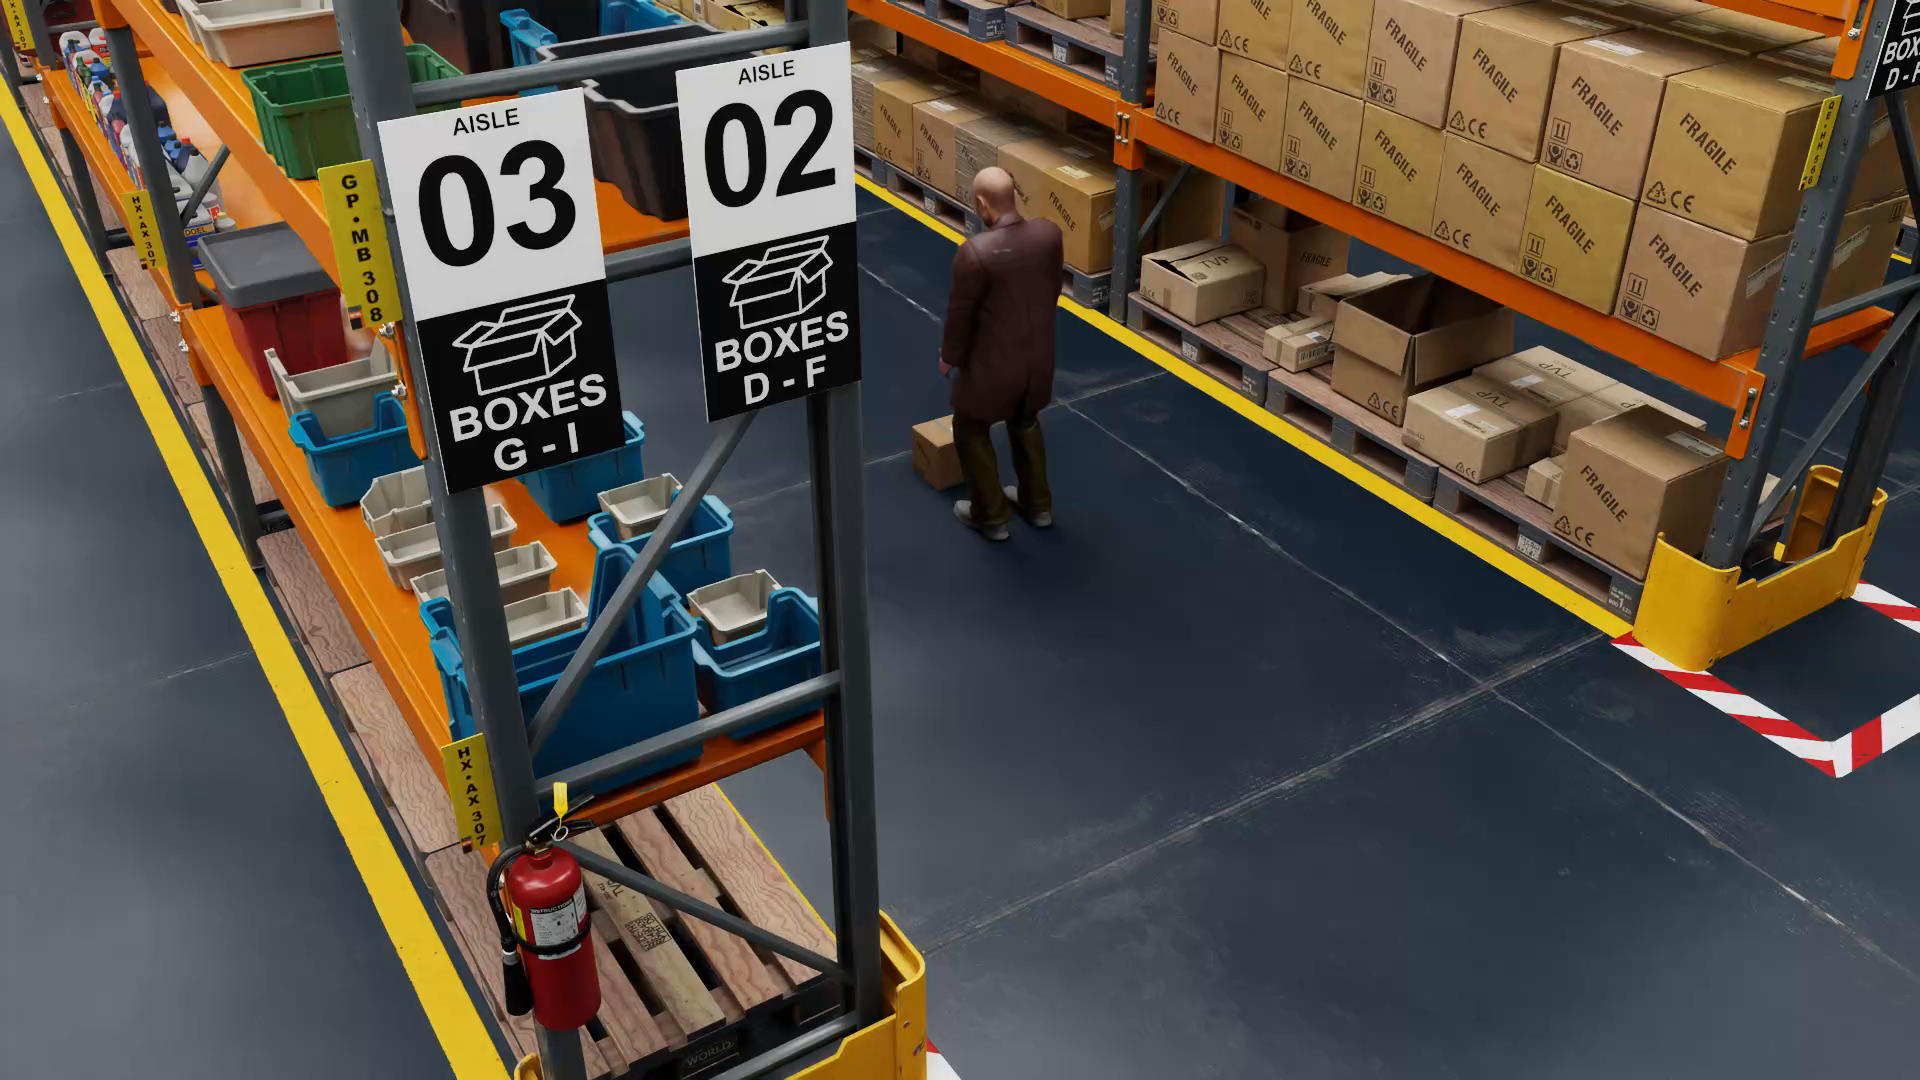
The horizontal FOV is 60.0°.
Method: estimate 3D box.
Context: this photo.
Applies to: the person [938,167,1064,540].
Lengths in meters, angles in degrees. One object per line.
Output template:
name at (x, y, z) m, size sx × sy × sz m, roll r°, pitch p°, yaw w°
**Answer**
person at (0.185, -0.824, 7.511) m, size 0.587 × 1.737 × 0.417 m, roll -18°, pitch 36°, yaw -26°
